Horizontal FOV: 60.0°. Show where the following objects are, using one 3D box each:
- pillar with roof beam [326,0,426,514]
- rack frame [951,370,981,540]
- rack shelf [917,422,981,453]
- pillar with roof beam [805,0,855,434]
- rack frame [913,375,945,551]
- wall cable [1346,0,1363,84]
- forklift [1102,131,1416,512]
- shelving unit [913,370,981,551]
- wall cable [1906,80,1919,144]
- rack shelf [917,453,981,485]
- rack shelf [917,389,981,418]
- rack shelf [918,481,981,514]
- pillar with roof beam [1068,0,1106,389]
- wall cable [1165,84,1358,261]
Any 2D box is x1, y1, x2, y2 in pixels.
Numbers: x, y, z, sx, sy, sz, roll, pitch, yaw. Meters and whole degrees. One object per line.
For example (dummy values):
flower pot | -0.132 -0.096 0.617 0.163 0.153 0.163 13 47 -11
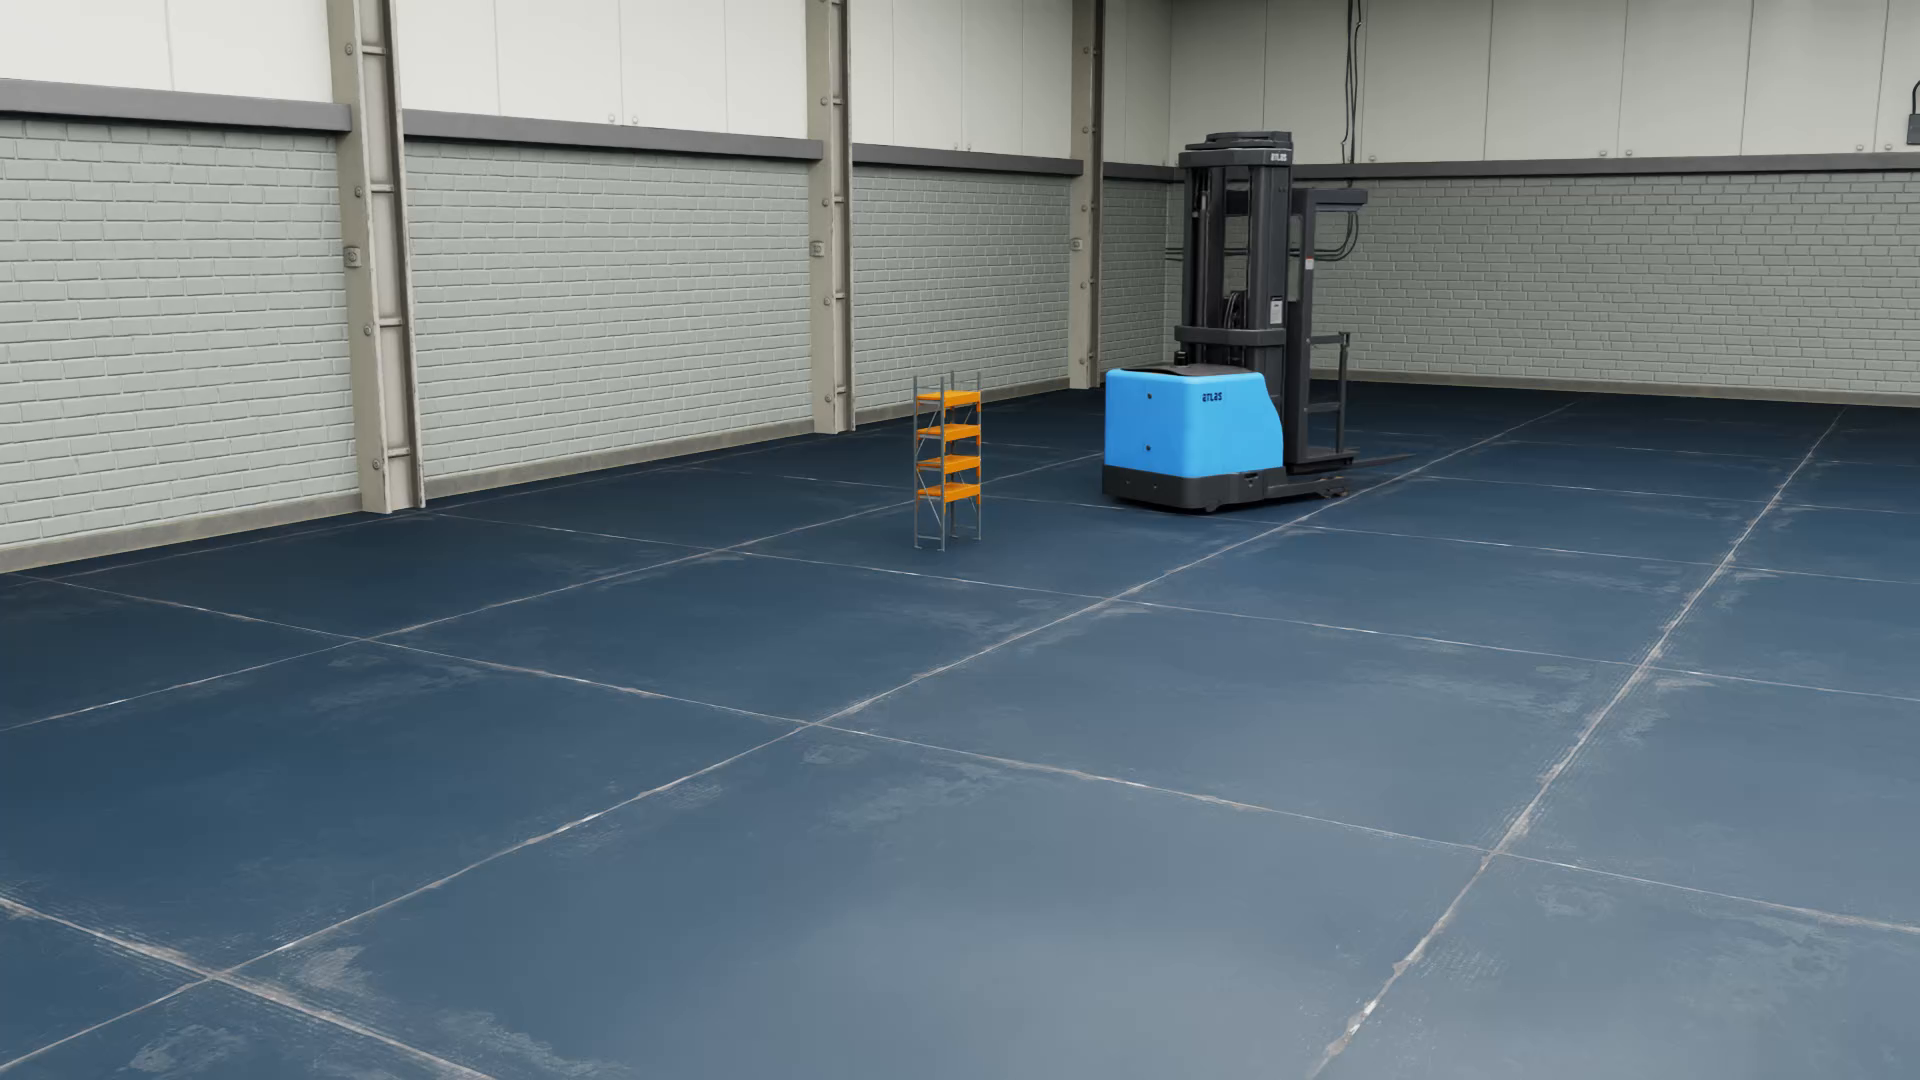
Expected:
pillar with roof beam | -0.819 -4.261 10.176 9.100 9.000 0.400 6 12 31
rack frame | 0.041 -0.602 11.824 0.240 1.200 0.015 6 12 31
rack shelf | -0.086 -0.717 11.590 0.258 0.148 0.480 6 12 31
pillar with roof beam | 2.296 -5.205 15.216 9.100 9.000 0.400 6 12 31
rack frame | -0.213 -0.525 11.414 0.240 1.200 0.015 6 12 31
wall cable | 6.703 -7.595 22.694 3.097 2.526 0.112 6 12 31
forklift | 2.627 -1.849 13.779 3.031 2.935 1.130 -8 13 -37
shelving unit | -0.086 -0.564 11.619 0.258 1.200 0.503 6 12 31
wall cable | 12.497 -7.659 19.083 2.305 6.003 0.169 6 12 31
rack shelf | -0.086 -0.498 11.632 0.258 0.148 0.480 6 12 31
rack shelf | -0.086 -0.950 11.547 0.258 0.148 0.480 6 12 31
rack shelf | -0.086 -0.302 11.668 0.258 0.148 0.480 6 12 31
pillar with roof beam | 5.411 -6.149 20.257 9.100 9.000 0.400 6 12 31
wall cable | 4.391 -5.371 24.539 3.097 2.526 0.112 6 12 31
